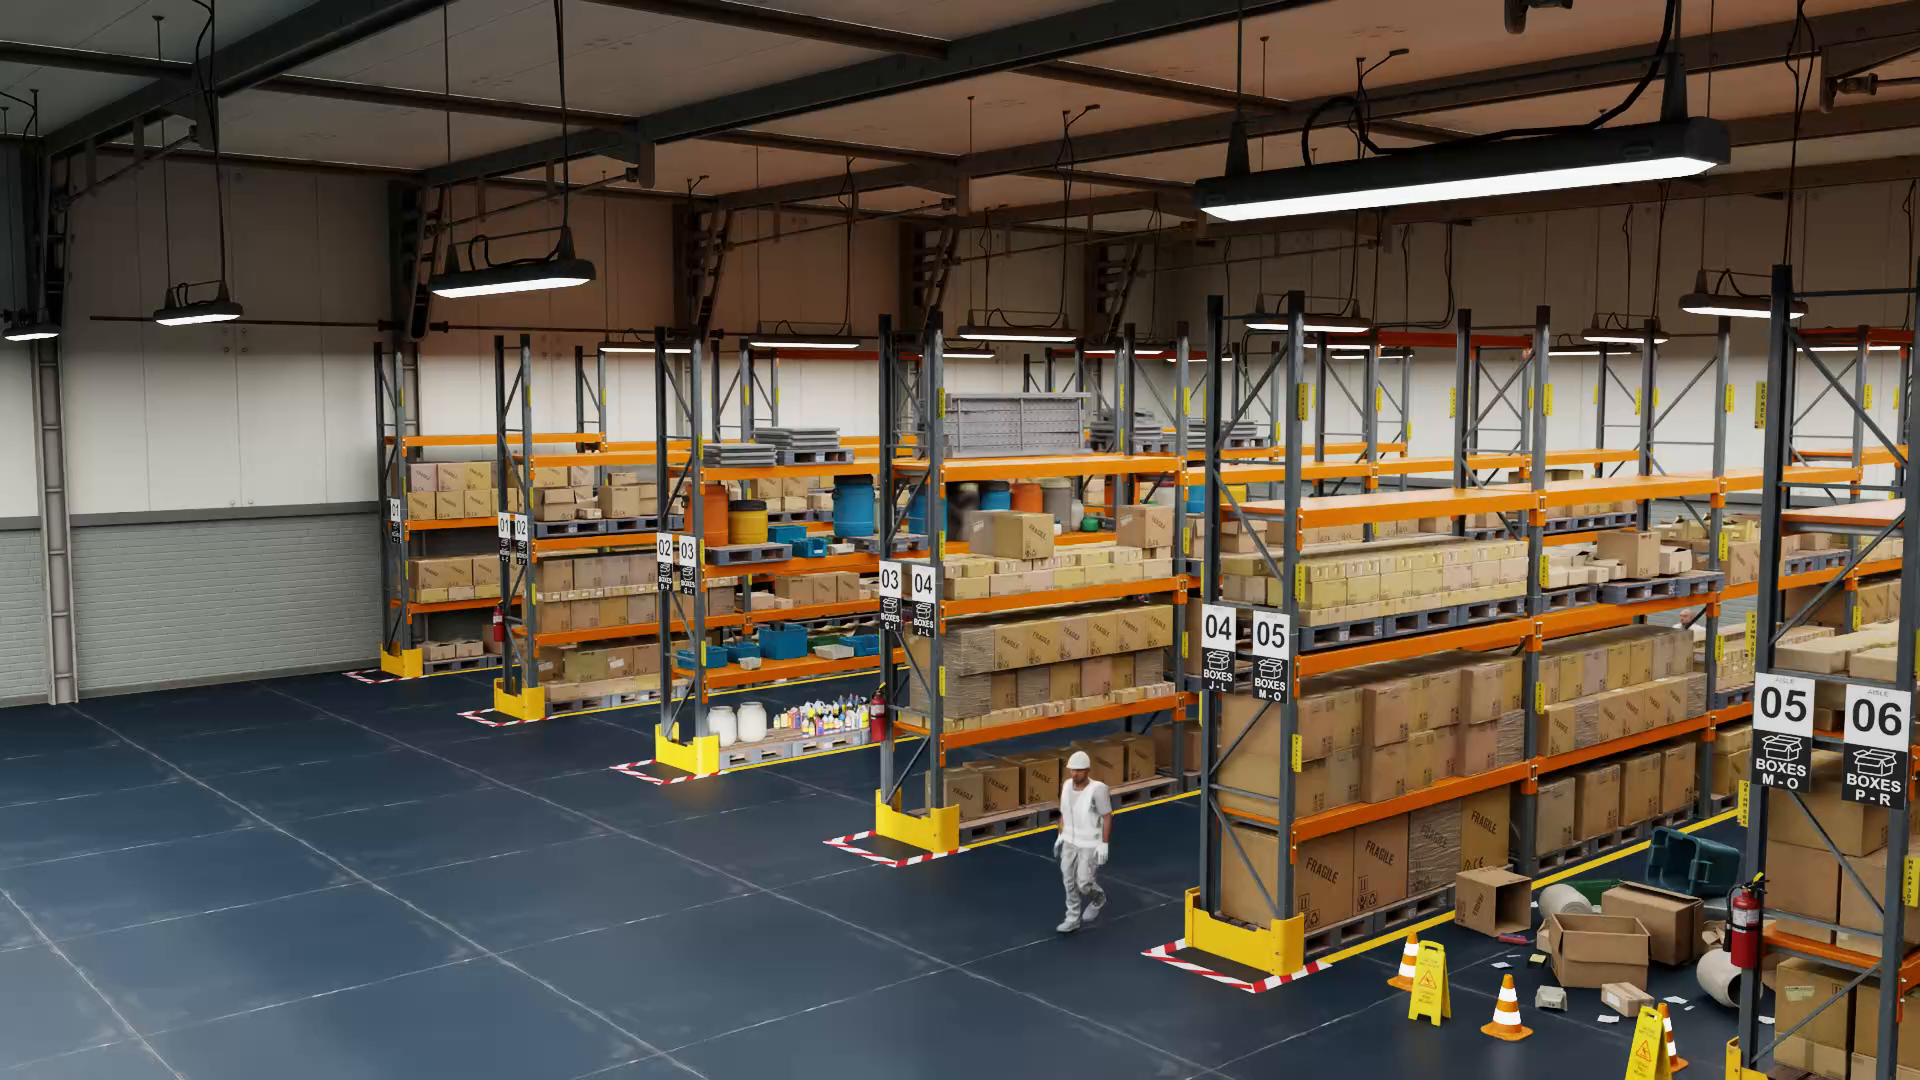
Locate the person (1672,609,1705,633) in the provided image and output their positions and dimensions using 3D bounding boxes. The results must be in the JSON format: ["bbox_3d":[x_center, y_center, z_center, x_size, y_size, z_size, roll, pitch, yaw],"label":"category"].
[{"bbox_3d":[11.400,1.935,26.104,0.665,1.724,0.699,-5,7,-41],"label":"person"}]

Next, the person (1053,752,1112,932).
[{"bbox_3d":[1.201,2.845,15.674,0.614,1.760,0.566,5,7,43],"label":"person"}]
